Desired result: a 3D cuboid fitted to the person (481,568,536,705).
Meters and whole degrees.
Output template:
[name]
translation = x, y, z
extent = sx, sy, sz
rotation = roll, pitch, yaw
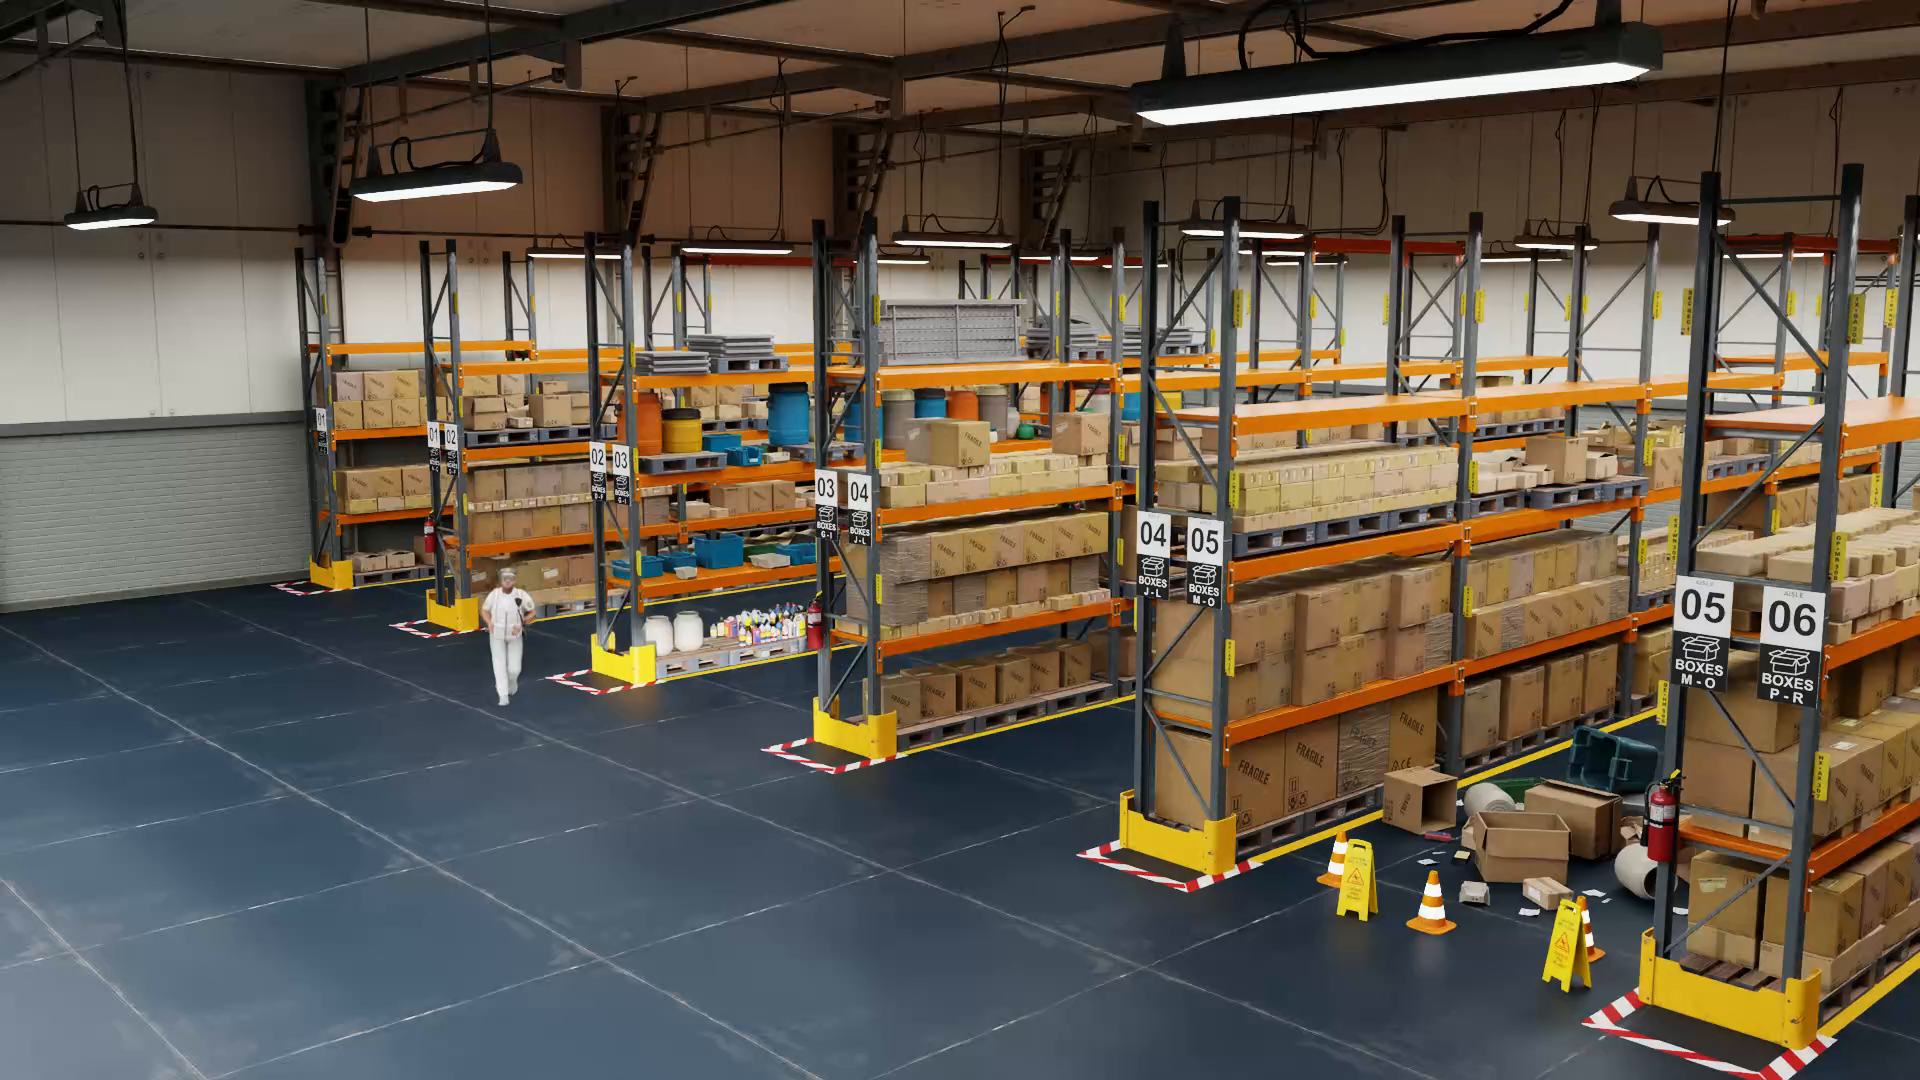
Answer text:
[person]
translation = -5.787, 1.211, 21.348
extent = 0.679, 1.762, 0.657
rotation = -2, 9, -11
